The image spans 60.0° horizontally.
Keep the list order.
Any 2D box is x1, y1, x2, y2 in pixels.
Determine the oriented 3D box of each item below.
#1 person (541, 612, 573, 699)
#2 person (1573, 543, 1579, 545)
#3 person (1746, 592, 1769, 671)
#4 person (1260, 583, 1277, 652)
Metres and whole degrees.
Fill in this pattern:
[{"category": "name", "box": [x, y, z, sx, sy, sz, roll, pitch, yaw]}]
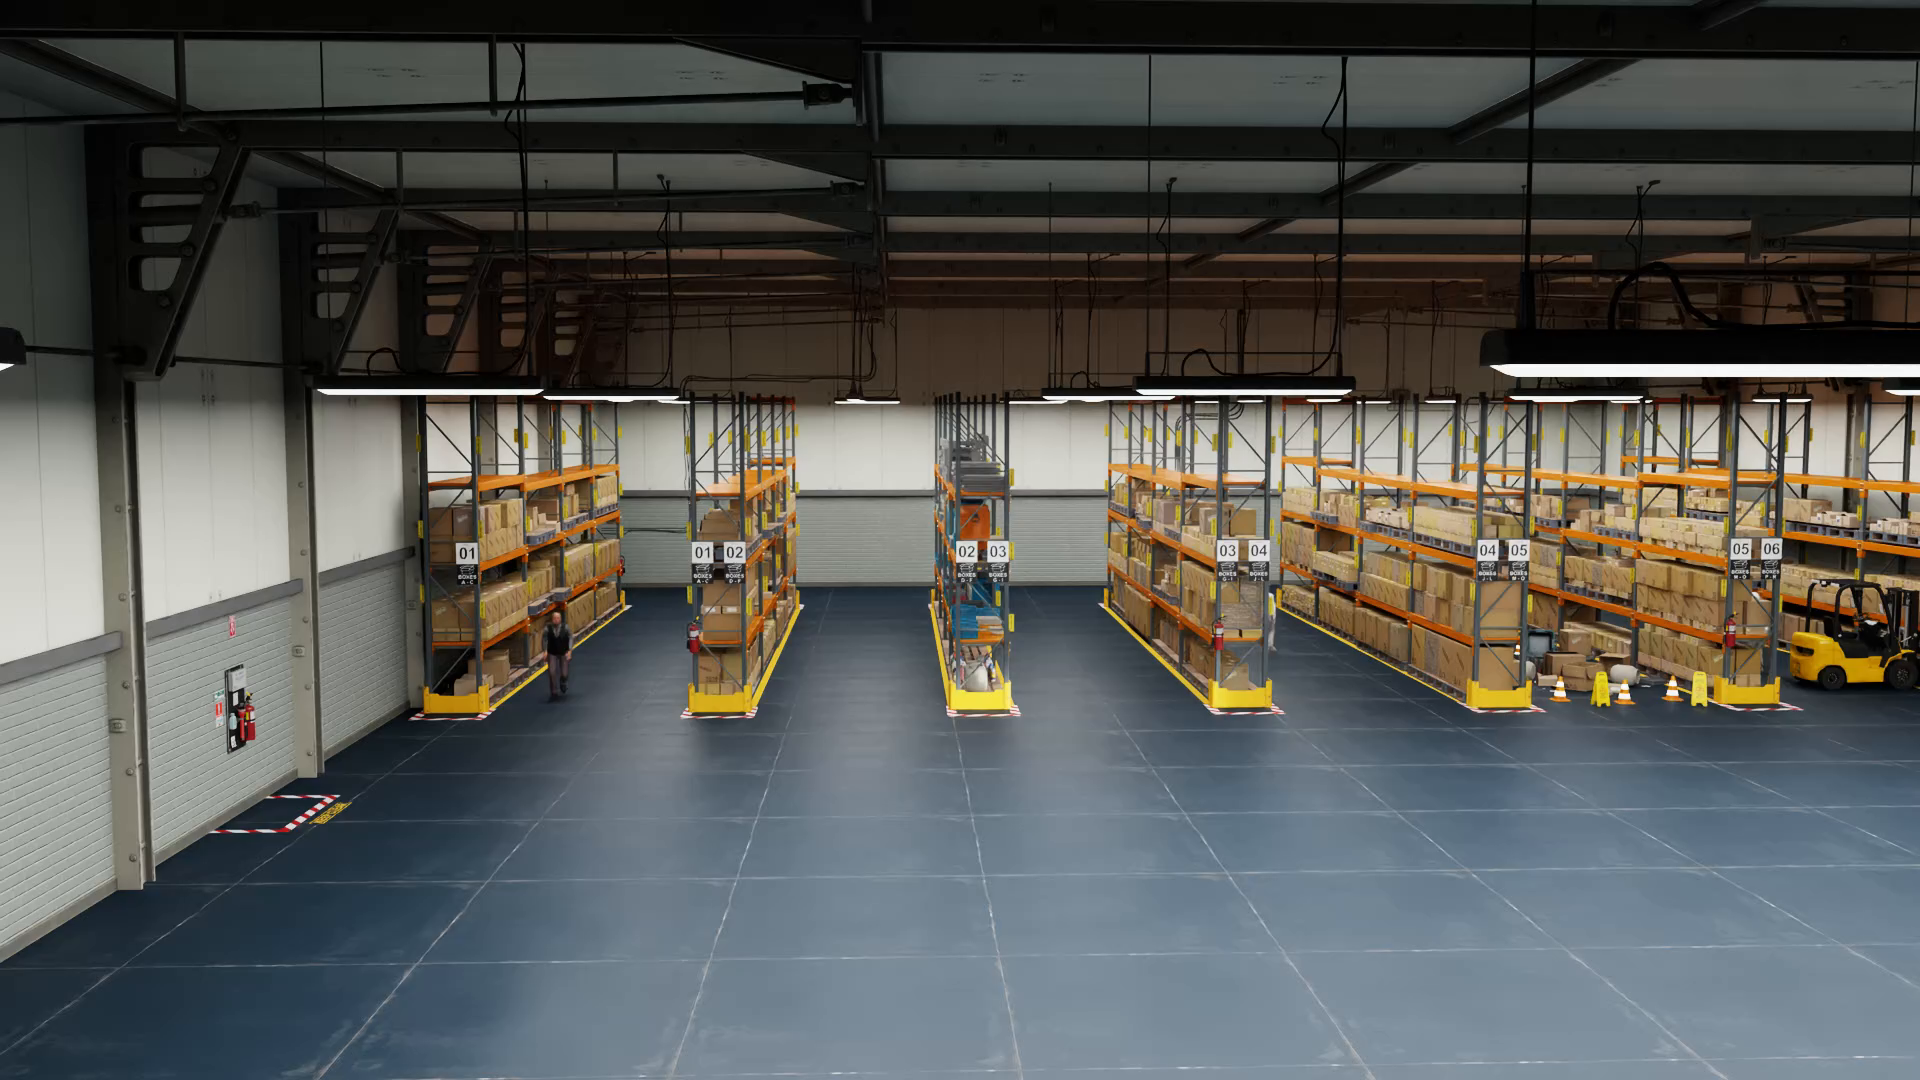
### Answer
[{"category": "person", "box": [-7.937, 2.256, 32.791, 0.624, 1.704, 0.638, -1, 5, -11]}, {"category": "person", "box": [18.588, 0.897, 50.100, 0.967, 1.615, 0.441, -1, 5, -9]}, {"category": "person", "box": [17.351, 1.997, 36.122, 0.598, 1.679, 0.811, 0, 5, -5]}, {"category": "person", "box": [7.085, 1.801, 38.584, 0.523, 1.675, 0.491, 0, 5, 4]}]
